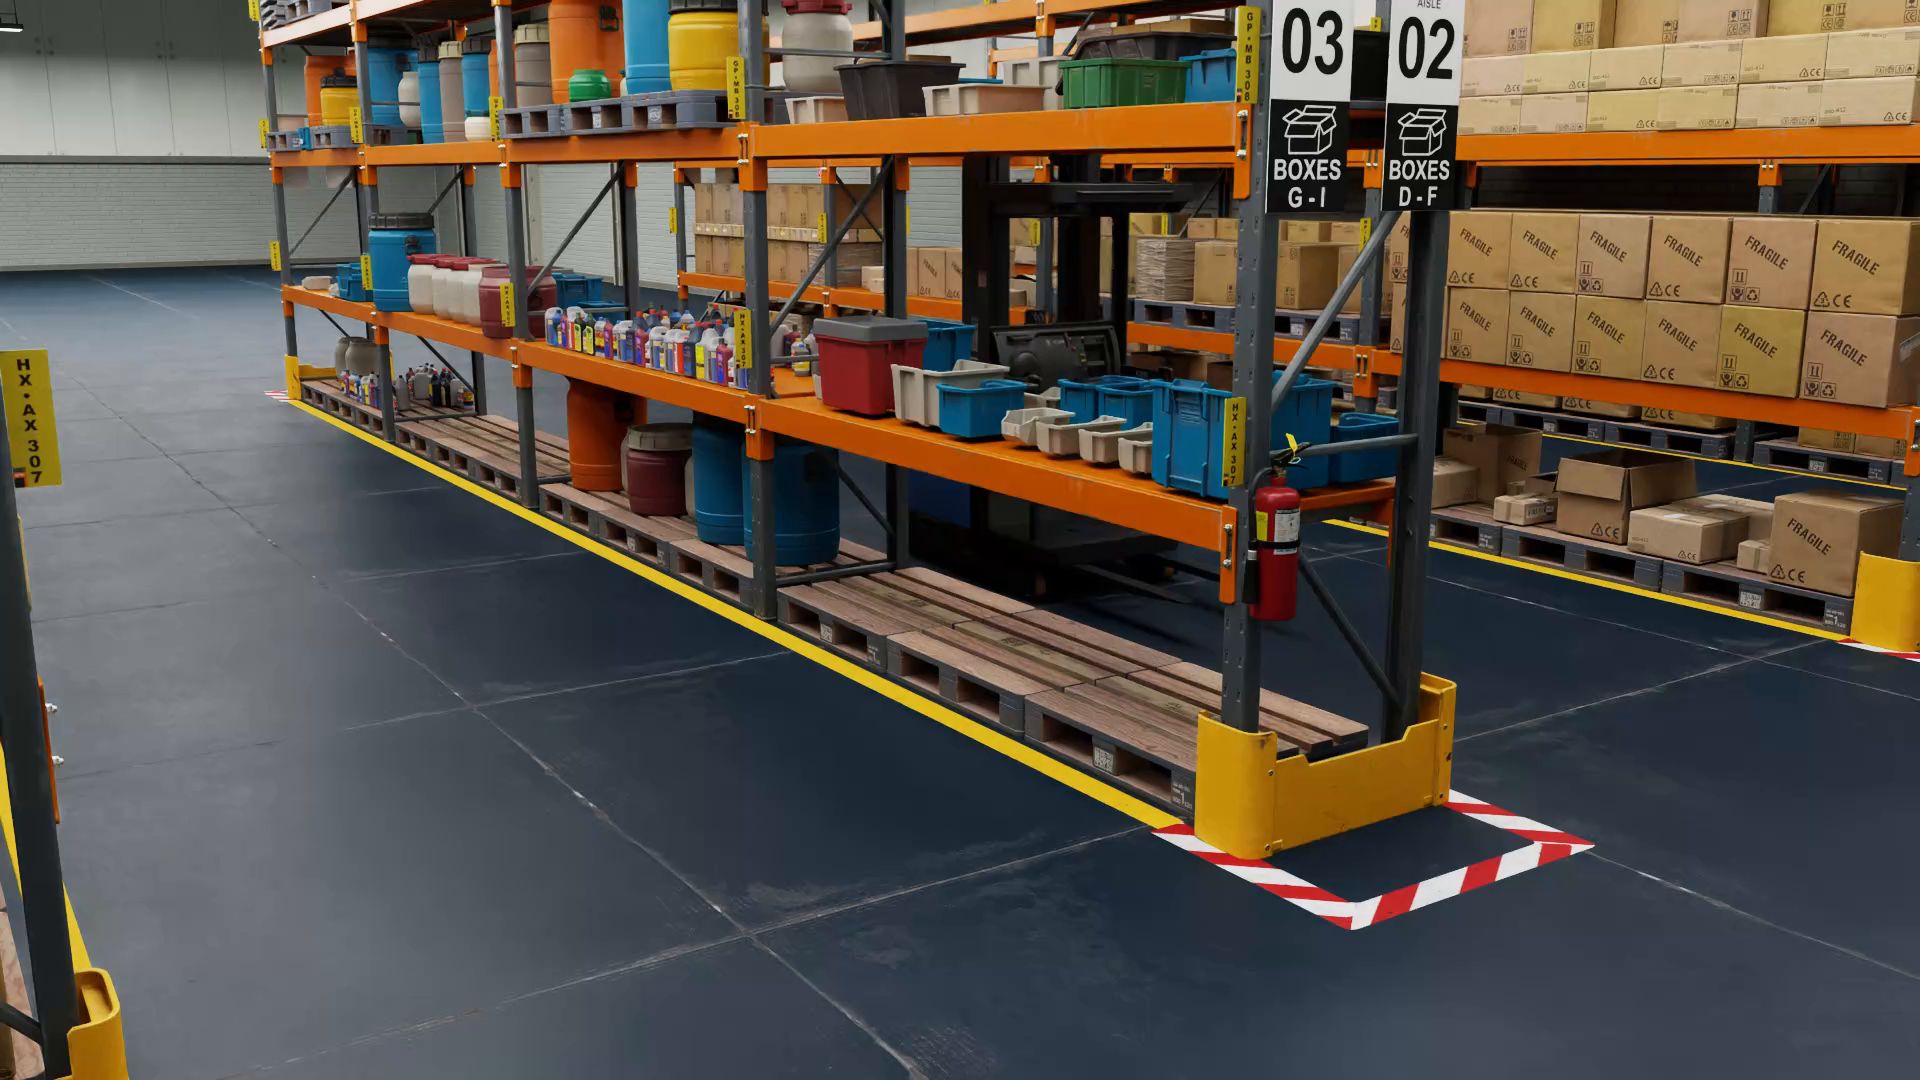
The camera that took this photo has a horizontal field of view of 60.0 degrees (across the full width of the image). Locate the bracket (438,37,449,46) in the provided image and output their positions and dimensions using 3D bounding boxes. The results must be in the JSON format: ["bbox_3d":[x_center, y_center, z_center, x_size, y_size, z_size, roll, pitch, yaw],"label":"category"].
[{"bbox_3d":[-14.742,-14.252,47.545,0.235,0.232,0.430,-8,15,-33],"label":"bracket"}]

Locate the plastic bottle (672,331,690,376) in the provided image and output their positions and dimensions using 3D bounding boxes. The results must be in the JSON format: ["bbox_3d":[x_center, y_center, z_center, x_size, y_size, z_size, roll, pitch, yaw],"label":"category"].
[{"bbox_3d":[-1.731,-1.185,10.548,0.152,0.276,0.135,-8,15,-33],"label":"plastic bottle"}]

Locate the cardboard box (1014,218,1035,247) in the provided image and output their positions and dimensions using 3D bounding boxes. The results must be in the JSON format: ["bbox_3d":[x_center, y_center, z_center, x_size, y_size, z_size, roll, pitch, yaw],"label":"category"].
[{"bbox_3d":[1.117,-4.459,23.779,0.500,0.500,0.500,-8,15,-33],"label":"cardboard box"}]

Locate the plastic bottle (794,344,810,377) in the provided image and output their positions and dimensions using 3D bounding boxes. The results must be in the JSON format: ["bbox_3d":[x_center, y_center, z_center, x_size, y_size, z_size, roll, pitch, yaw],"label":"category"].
[{"bbox_3d":[-0.997,-1.136,10.501,0.097,0.201,0.097,0,12,0],"label":"plastic bottle"}]

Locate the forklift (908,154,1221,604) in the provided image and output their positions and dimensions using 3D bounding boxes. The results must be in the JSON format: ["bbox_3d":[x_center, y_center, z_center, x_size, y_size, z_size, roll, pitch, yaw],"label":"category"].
[{"bbox_3d":[0.733,-1.178,10.387,1.130,2.935,3.031,-8,14,-31],"label":"forklift"}]

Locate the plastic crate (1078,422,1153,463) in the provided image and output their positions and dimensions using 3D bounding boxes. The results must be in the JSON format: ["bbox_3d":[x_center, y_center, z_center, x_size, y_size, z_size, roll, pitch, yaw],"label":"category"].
[{"bbox_3d":[0.704,-0.425,7.259,0.396,0.136,0.243,-8,15,-33],"label":"plastic crate"}]

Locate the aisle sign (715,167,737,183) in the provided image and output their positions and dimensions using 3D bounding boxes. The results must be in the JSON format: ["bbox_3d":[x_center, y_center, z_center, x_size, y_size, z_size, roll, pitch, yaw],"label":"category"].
[{"bbox_3d":[-3.076,-5.095,22.054,0.394,0.787,0.004,-8,15,-33],"label":"aisle sign"}]

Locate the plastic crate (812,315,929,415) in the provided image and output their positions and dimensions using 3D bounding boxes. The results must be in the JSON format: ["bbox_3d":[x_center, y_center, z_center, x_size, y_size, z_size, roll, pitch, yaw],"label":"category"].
[{"bbox_3d":[-0.476,-0.931,8.807,0.402,0.464,0.583,-8,15,-33],"label":"plastic crate"}]

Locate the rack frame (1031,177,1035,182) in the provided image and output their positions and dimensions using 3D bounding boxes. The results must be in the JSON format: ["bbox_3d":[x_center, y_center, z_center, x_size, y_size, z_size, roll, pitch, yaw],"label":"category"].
[{"bbox_3d":[0.837,-4.366,24.803,1.000,3.000,0.127,-8,15,-33],"label":"rack frame"}]

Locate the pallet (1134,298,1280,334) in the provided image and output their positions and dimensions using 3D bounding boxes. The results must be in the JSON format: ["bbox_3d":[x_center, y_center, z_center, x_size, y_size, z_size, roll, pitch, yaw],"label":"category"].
[{"bbox_3d":[2.229,-1.917,14.054,1.003,0.211,1.213,-8,15,-33],"label":"pallet"}]

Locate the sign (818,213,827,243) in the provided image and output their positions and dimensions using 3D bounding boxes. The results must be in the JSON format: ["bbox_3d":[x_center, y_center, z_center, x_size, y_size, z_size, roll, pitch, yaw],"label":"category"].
[{"bbox_3d":[-1.529,-3.463,18.463,0.100,0.325,0.005,-8,15,-33],"label":"sign"}]

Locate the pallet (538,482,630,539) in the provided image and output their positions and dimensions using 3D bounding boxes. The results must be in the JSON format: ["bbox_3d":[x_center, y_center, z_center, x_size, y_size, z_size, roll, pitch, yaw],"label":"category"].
[{"bbox_3d":[-2.506,-0.273,12.614,1.003,0.211,1.213,-8,15,-33],"label":"pallet"}]

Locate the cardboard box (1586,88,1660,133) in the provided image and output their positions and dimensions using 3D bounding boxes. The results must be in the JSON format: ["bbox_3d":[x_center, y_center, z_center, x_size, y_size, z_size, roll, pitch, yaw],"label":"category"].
[{"bbox_3d":[4.257,-2.654,10.305,0.500,0.250,0.500,-8,15,-33],"label":"cardboard box"}]

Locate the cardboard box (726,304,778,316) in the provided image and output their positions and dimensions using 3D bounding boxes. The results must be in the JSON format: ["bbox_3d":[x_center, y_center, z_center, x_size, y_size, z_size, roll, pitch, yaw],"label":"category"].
[{"bbox_3d":[-2.606,-2.709,20.926,0.500,0.500,0.500,-8,15,-33],"label":"cardboard box"}]

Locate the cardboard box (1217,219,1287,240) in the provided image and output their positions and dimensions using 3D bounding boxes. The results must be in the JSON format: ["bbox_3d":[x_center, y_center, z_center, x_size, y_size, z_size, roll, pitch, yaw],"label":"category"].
[{"bbox_3d":[3.611,-3.723,20.602,0.700,0.500,0.500,-6,14,-27],"label":"cardboard box"}]

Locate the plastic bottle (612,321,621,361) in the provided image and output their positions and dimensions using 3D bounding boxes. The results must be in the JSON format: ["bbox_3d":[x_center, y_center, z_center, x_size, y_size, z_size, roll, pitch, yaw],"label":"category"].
[{"bbox_3d":[-2.326,-1.363,11.373,0.097,0.271,0.097,0,12,0],"label":"plastic bottle"}]

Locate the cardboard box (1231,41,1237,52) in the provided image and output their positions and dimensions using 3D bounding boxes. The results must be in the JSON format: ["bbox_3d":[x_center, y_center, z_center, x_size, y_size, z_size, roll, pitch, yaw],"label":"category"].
[{"bbox_3d":[2.405,-3.748,13.506,0.600,0.600,0.600,-9,15,-35],"label":"cardboard box"}]

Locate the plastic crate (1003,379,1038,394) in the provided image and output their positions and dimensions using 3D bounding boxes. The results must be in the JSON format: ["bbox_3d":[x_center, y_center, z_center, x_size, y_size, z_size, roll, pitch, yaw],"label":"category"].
[{"bbox_3d":[0.082,-0.786,8.940,0.437,0.125,0.590,-8,15,-33],"label":"plastic crate"}]

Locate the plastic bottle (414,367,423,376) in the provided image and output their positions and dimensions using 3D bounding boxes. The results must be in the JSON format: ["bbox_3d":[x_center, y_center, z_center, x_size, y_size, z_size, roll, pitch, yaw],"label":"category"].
[{"bbox_3d":[-5.911,-1.754,18.209,0.152,0.276,0.135,-8,15,-32],"label":"plastic bottle"}]

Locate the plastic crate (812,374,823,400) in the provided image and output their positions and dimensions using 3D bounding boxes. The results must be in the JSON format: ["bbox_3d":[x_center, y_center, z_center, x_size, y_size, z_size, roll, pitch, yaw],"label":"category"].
[{"bbox_3d":[-0.623,-0.860,9.248,0.396,0.136,0.243,-8,15,-33],"label":"plastic crate"}]

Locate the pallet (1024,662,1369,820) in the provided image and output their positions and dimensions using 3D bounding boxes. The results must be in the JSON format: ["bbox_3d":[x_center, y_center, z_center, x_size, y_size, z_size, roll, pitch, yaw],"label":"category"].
[{"bbox_3d":[1.030,0.864,7.418,1.003,0.211,1.213,-8,15,-33],"label":"pallet"}]

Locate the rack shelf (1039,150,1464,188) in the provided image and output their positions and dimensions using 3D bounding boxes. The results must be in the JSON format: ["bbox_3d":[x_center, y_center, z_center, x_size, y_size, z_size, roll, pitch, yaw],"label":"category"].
[{"bbox_3d":[2.256,-3.114,13.743,1.077,0.370,4.000,-8,15,-33],"label":"rack shelf"}]

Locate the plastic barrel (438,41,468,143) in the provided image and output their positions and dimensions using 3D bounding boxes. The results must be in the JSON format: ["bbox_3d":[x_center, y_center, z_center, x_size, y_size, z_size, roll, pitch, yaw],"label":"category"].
[{"bbox_3d":[-4.369,-4.011,14.986,0.600,0.901,0.600,0,12,0],"label":"plastic barrel"}]

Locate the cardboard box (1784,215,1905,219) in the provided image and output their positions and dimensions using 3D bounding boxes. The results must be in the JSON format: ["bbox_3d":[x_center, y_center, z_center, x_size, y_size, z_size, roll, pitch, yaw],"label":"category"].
[{"bbox_3d":[5.258,-1.672,9.914,0.500,0.500,0.500,-8,15,-32],"label":"cardboard box"}]

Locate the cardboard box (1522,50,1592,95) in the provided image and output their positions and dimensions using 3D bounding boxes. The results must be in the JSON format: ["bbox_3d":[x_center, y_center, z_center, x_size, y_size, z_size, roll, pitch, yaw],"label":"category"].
[{"bbox_3d":[3.973,-2.986,10.654,0.500,0.250,0.500,-8,15,-33],"label":"cardboard box"}]

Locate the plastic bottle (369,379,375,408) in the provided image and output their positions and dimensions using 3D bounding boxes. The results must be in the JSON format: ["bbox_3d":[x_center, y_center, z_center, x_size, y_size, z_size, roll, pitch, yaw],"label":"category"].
[{"bbox_3d":[-6.022,-1.508,17.065,0.061,0.283,0.133,-7,14,-29],"label":"plastic bottle"}]

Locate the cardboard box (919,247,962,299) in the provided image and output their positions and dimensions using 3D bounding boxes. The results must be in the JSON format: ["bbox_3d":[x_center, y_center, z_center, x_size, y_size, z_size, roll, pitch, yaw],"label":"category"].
[{"bbox_3d":[-0.087,-2.795,17.386,0.500,0.500,0.500,-8,15,-33],"label":"cardboard box"}]

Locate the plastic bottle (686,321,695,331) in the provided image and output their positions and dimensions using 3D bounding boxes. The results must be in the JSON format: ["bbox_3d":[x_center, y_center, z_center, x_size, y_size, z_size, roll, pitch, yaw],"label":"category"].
[{"bbox_3d":[-1.952,-1.501,12.171,0.097,0.201,0.097,0,12,0],"label":"plastic bottle"}]

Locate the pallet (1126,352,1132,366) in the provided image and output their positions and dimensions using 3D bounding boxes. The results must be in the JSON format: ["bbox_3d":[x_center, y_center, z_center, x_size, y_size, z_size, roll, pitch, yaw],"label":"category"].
[{"bbox_3d":[2.652,-2.407,22.375,1.003,0.211,1.213,-8,15,-33],"label":"pallet"}]

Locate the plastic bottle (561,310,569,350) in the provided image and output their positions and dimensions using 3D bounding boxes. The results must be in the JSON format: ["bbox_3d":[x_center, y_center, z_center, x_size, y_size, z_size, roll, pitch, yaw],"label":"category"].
[{"bbox_3d":[-2.863,-1.534,12.129,0.061,0.283,0.133,-8,15,-33],"label":"plastic bottle"}]

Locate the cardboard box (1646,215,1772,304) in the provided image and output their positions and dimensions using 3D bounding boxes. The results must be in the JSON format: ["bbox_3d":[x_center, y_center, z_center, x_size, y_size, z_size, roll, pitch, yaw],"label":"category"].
[{"bbox_3d":[4.533,-1.698,10.032,0.500,0.500,0.500,-8,14,-31],"label":"cardboard box"}]

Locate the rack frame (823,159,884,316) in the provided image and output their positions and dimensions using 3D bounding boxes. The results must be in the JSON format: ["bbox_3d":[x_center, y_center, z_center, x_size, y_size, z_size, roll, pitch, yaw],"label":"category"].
[{"bbox_3d":[-1.068,-3.067,18.866,1.000,3.000,0.127,-8,15,-33],"label":"rack frame"}]

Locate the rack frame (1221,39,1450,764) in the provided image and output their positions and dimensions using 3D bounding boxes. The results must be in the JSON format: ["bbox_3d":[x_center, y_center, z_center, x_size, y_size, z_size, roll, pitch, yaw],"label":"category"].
[{"bbox_3d":[1.455,-0.347,6.429,1.000,3.000,0.127,-8,15,-33],"label":"rack frame"}]

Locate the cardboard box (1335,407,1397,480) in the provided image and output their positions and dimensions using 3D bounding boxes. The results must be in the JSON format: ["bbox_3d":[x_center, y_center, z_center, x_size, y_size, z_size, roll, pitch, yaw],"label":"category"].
[{"bbox_3d":[3.299,-0.753,13.105,0.500,0.500,0.500,-9,15,-35],"label":"cardboard box"}]

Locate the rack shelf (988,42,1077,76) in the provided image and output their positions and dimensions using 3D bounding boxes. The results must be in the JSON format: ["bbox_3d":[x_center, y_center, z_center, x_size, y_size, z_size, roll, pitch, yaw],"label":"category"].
[{"bbox_3d":[1.946,-6.588,22.613,1.077,0.370,4.000,-8,15,-33],"label":"rack shelf"}]

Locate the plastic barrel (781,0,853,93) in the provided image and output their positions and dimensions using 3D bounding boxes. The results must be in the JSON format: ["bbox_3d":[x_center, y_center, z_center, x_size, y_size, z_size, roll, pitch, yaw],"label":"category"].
[{"bbox_3d":[-0.844,-2.919,9.866,0.433,0.535,0.433,0,12,0],"label":"plastic barrel"}]

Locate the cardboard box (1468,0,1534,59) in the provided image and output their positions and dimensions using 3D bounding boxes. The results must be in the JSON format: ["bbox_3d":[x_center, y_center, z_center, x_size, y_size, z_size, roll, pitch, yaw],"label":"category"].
[{"bbox_3d":[3.824,-3.459,11.064,0.700,0.500,0.500,-8,15,-33],"label":"cardboard box"}]

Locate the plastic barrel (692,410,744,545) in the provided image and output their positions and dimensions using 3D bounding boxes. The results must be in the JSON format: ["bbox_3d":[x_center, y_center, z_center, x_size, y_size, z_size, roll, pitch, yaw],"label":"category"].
[{"bbox_3d":[-1.441,-0.464,10.889,0.600,0.901,0.708,-8,15,-33],"label":"plastic barrel"}]

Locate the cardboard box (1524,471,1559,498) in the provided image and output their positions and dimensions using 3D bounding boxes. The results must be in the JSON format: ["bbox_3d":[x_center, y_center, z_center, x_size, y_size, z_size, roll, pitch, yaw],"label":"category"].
[{"bbox_3d":[4.332,-0.345,11.680,0.500,0.311,0.500,-8,15,-33],"label":"cardboard box"}]

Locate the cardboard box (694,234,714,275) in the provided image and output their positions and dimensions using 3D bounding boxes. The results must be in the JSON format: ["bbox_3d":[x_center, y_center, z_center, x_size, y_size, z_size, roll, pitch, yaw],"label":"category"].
[{"bbox_3d":[-3.036,-3.743,21.722,0.700,0.500,0.500,-8,15,-33],"label":"cardboard box"}]

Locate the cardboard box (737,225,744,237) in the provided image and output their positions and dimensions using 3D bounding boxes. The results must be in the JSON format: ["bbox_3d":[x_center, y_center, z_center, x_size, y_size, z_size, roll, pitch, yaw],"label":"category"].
[{"bbox_3d":[-2.531,-3.820,20.557,0.380,0.149,0.250,-8,15,-33],"label":"cardboard box"}]

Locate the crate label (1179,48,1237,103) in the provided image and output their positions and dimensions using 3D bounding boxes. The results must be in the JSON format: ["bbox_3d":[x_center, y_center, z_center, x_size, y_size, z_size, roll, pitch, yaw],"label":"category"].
[{"bbox_3d":[1.213,-1.942,7.049,0.408,0.251,0.502,-8,15,-33],"label":"crate label"}]

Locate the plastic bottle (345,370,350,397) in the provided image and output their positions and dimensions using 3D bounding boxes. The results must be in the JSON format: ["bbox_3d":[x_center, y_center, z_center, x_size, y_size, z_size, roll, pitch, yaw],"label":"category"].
[{"bbox_3d":[-6.555,-1.679,17.847,0.061,0.283,0.133,-8,15,-32],"label":"plastic bottle"}]

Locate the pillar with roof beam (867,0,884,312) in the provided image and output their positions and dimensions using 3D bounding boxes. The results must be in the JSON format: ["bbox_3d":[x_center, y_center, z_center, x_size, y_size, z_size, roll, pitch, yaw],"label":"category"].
[{"bbox_3d":[-4.963,-7.832,26.611,9.100,9.000,0.400,-8,15,-33],"label":"pillar with roof beam"}]

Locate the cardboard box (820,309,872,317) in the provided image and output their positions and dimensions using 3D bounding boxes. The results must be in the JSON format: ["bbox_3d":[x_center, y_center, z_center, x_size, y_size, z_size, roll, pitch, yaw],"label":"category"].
[{"bbox_3d":[-1.348,-2.503,19.984,0.500,0.500,0.500,-8,15,-33],"label":"cardboard box"}]

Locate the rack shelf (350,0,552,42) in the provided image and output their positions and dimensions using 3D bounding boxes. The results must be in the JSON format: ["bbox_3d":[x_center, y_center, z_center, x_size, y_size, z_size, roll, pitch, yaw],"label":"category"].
[{"bbox_3d":[-4.086,-4.510,14.040,1.077,0.370,4.000,-8,15,-33],"label":"rack shelf"}]

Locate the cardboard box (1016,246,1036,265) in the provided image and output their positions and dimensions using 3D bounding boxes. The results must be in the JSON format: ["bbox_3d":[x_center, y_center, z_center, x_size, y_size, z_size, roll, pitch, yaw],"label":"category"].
[{"bbox_3d":[1.143,-4.087,23.834,0.500,0.250,0.500,-9,15,-35],"label":"cardboard box"}]

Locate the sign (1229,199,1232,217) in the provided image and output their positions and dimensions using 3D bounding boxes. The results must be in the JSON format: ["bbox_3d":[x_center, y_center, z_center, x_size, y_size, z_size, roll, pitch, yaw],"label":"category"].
[{"bbox_3d":[3.514,-4.286,21.730,0.100,0.325,0.005,-8,15,-33],"label":"sign"}]

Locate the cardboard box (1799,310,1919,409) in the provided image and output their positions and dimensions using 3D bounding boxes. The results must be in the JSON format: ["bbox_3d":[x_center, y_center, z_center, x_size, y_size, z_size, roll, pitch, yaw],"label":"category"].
[{"bbox_3d":[5.106,-1.029,9.313,0.500,0.500,0.500,-8,14,-31],"label":"cardboard box"}]

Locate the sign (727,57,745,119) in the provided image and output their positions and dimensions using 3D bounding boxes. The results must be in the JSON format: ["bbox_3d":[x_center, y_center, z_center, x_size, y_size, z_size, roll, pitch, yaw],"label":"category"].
[{"bbox_3d":[-1.220,-2.464,9.064,0.100,0.325,0.005,-8,15,-33],"label":"sign"}]

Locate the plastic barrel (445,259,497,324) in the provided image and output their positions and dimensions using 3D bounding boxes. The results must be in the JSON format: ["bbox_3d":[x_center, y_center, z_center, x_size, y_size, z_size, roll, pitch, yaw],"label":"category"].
[{"bbox_3d":[-4.200,-2.144,14.328,0.433,0.535,0.433,0,12,0],"label":"plastic barrel"}]

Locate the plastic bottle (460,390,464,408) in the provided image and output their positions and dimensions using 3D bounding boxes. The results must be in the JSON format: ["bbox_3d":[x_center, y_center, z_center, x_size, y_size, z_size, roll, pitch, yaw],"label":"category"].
[{"bbox_3d":[-5.062,-1.456,17.019,0.097,0.201,0.097,0,12,0],"label":"plastic bottle"}]

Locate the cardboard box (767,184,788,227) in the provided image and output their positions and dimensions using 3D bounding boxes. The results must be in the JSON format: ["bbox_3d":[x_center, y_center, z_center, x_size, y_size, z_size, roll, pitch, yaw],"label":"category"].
[{"bbox_3d":[-1.877,-4.007,19.892,0.700,0.500,0.500,-8,15,-33],"label":"cardboard box"}]

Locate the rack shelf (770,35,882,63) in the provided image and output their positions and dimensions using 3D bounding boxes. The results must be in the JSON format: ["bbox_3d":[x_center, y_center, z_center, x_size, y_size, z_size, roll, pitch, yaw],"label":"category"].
[{"bbox_3d":[-2.176,-5.807,19.971,1.077,0.370,4.000,-8,15,-33],"label":"rack shelf"}]

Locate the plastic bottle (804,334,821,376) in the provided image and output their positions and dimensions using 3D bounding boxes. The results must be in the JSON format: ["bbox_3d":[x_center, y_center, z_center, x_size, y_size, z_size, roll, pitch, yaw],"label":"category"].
[{"bbox_3d":[-0.903,-1.191,10.575,0.152,0.276,0.135,-8,15,-33],"label":"plastic bottle"}]
